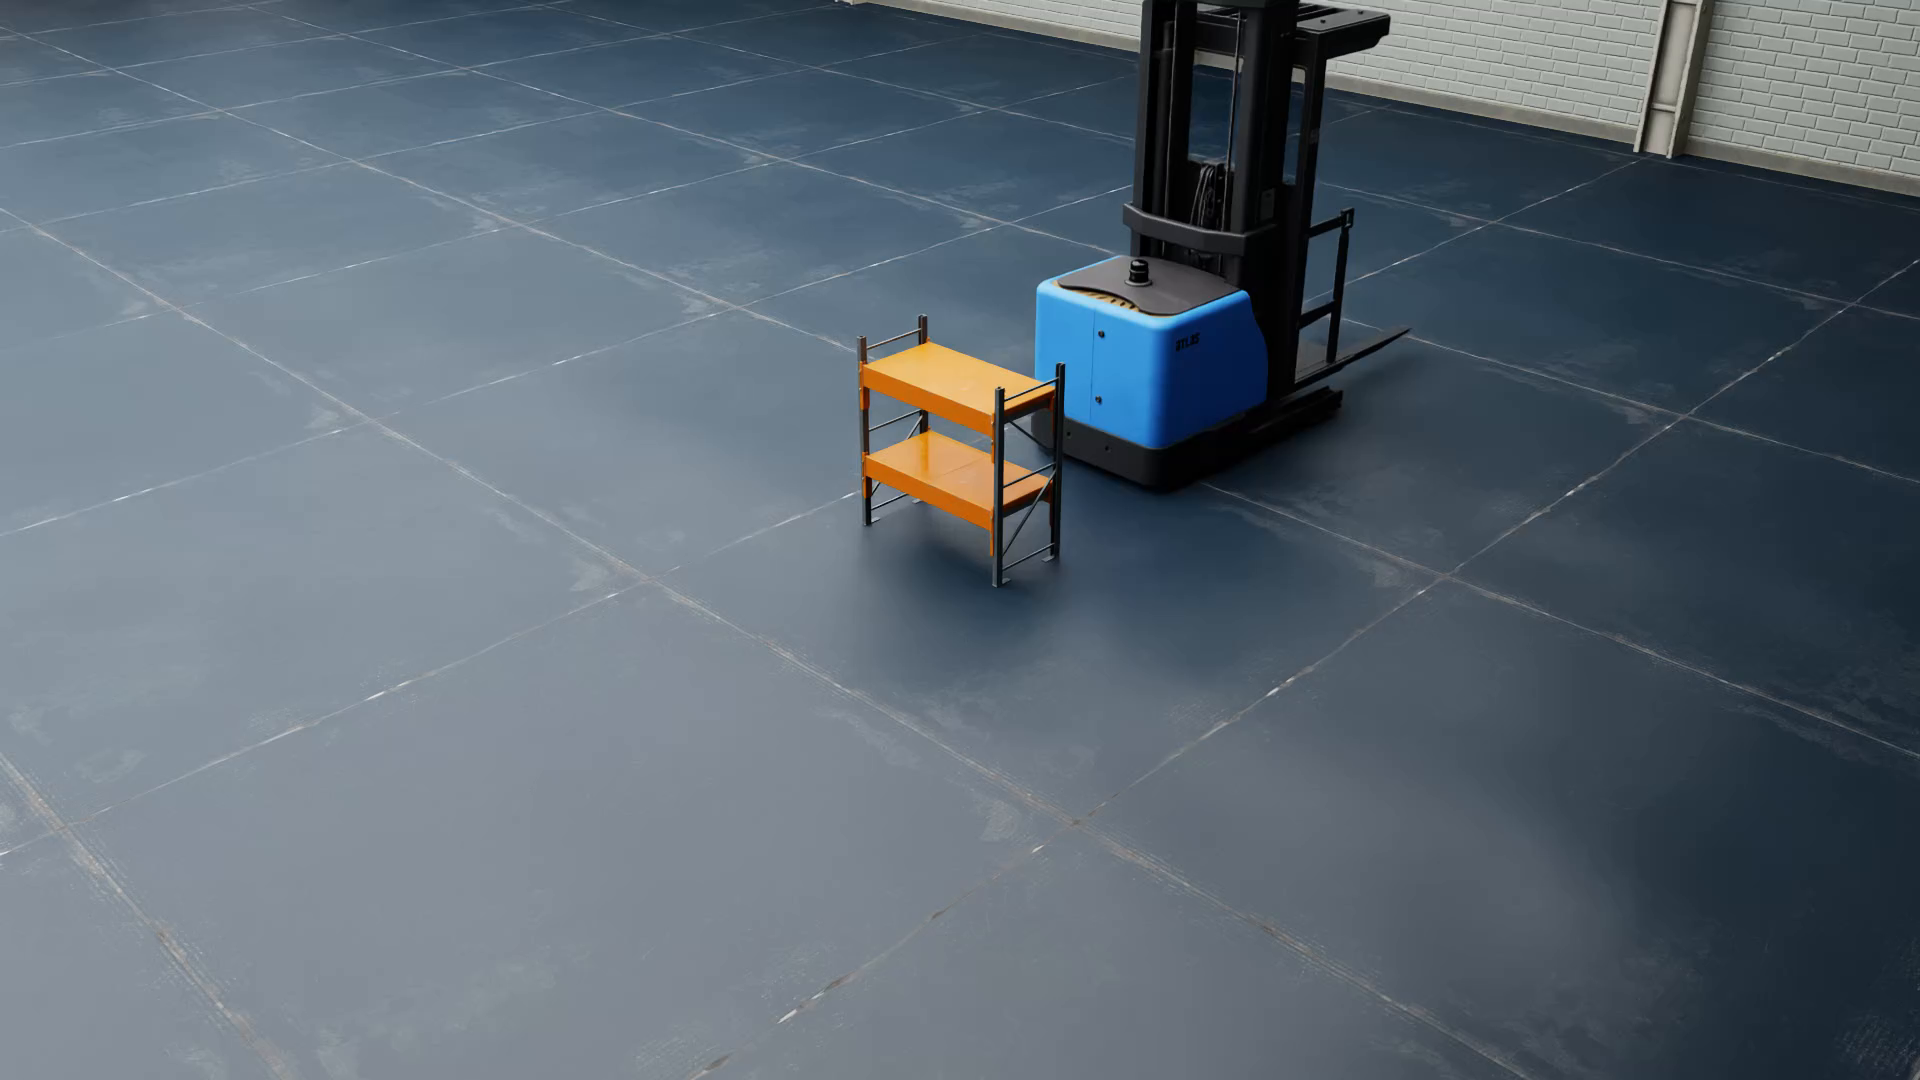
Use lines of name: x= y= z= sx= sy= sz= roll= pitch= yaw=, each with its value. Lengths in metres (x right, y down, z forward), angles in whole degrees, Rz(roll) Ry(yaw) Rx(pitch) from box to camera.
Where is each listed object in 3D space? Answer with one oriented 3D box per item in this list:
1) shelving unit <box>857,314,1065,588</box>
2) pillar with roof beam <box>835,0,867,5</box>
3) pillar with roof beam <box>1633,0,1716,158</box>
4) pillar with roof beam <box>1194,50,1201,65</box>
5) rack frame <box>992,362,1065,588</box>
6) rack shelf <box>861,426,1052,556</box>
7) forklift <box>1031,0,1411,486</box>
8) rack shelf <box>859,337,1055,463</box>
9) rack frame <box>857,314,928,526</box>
shelving unit: x=-0.005 y=-0.500 z=8.992 sx=1.048 sy=1.125 sz=0.538 roll=25 pitch=36 yaw=38
pillar with roof beam: x=-4.587 y=-10.349 z=19.263 sx=0.400 sy=9.000 sz=9.100 roll=25 pitch=36 yaw=38
pillar with roof beam: x=3.970 y=-6.434 z=11.817 sx=0.400 sy=9.000 sz=9.100 roll=25 pitch=36 yaw=38
pillar with roof beam: x=-0.309 y=-8.392 z=15.540 sx=0.400 sy=9.000 sz=9.100 roll=25 pitch=36 yaw=38
rack frame: x=0.358 y=-0.334 z=8.677 sx=0.032 sy=1.125 sz=0.500 roll=25 pitch=36 yaw=38
rack shelf: x=-0.005 y=-0.284 z=9.106 sx=1.000 sy=0.278 sz=0.538 roll=25 pitch=36 yaw=38
forklift: x=1.837 y=-2.195 z=10.275 sx=3.031 sy=2.935 sz=1.130 roll=-25 pitch=37 yaw=-39
rack shelf: x=-0.005 y=-0.759 z=8.856 sx=1.000 sy=0.278 sz=0.538 roll=25 pitch=36 yaw=38
rack frame: x=-0.367 y=-0.666 z=9.308 sx=0.032 sy=1.125 sz=0.500 roll=25 pitch=36 yaw=38
